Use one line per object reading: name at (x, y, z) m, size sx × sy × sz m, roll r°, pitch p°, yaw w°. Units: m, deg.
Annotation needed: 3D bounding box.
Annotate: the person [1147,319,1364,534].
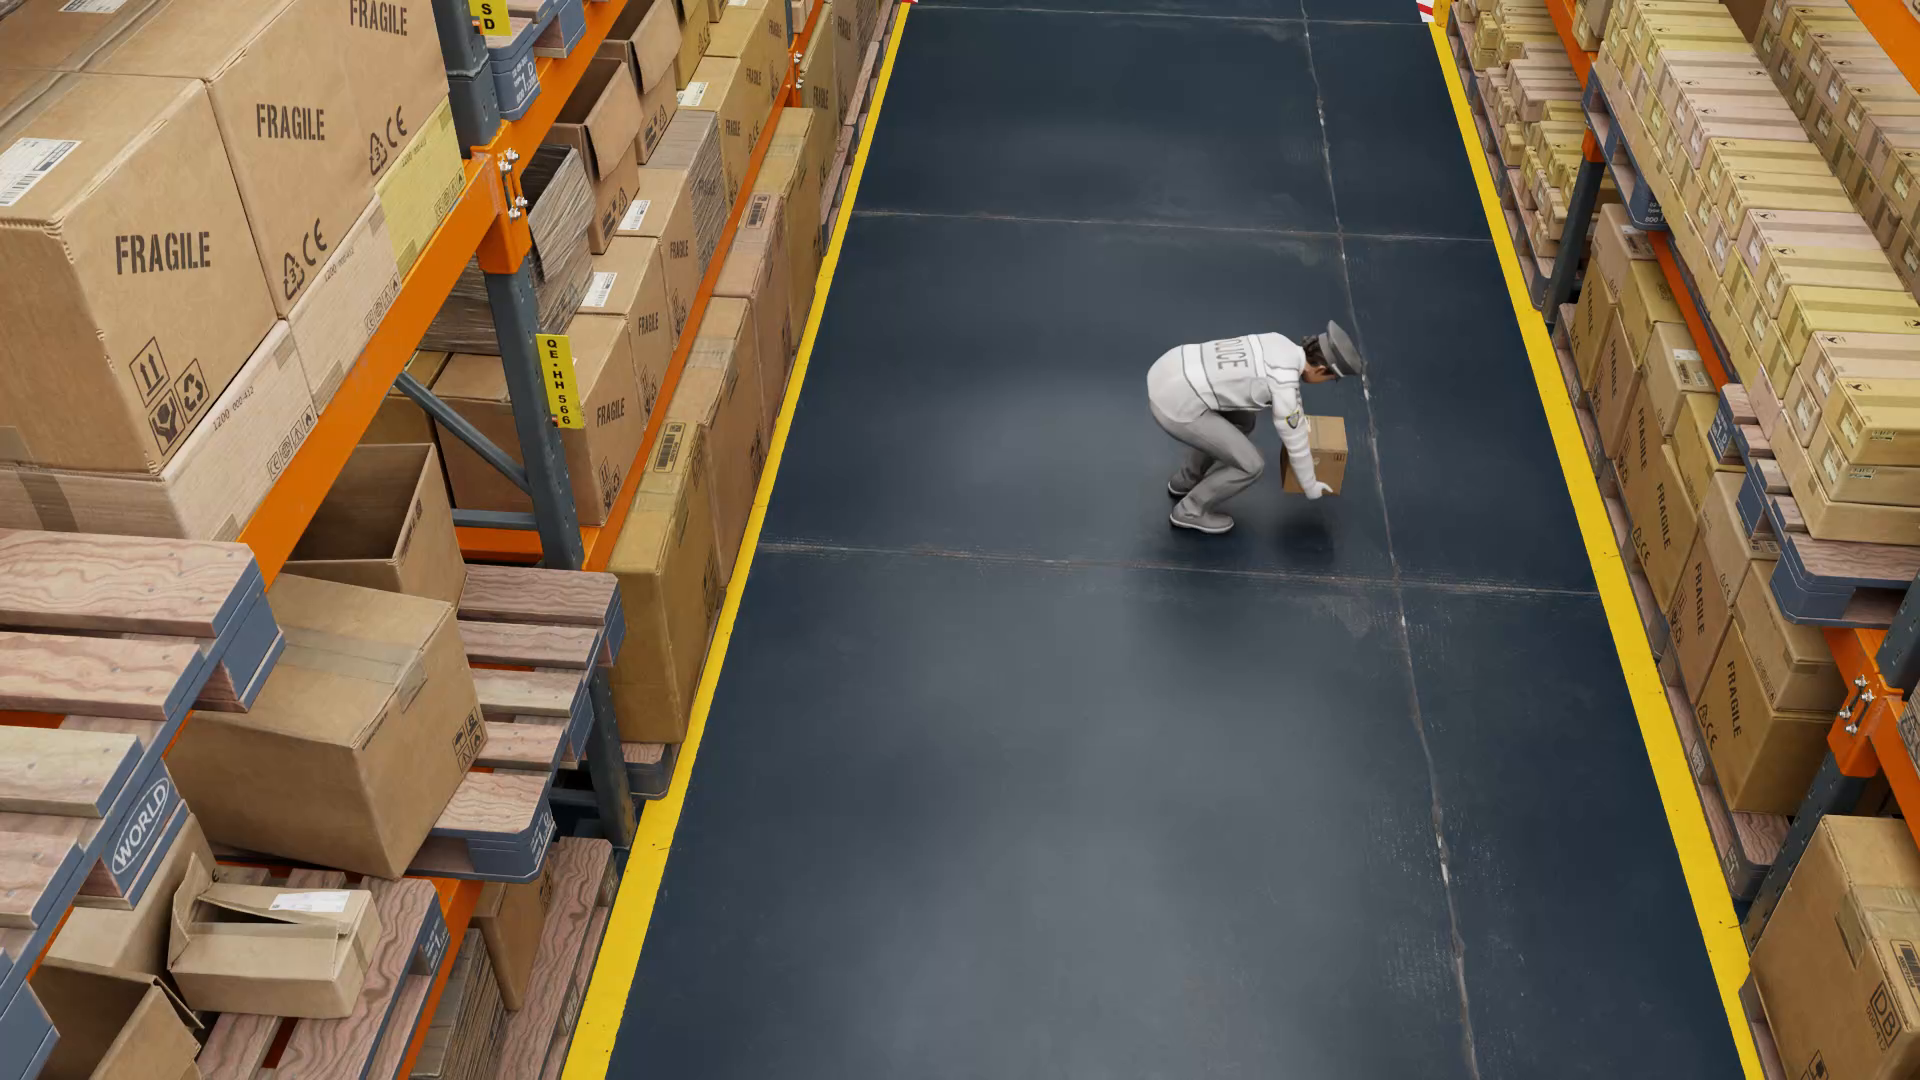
person at (1.265, -0.514, 7.292) m, size 0.911 × 0.983 × 0.468 m, roll 2°, pitch 40°, yaw 2°
